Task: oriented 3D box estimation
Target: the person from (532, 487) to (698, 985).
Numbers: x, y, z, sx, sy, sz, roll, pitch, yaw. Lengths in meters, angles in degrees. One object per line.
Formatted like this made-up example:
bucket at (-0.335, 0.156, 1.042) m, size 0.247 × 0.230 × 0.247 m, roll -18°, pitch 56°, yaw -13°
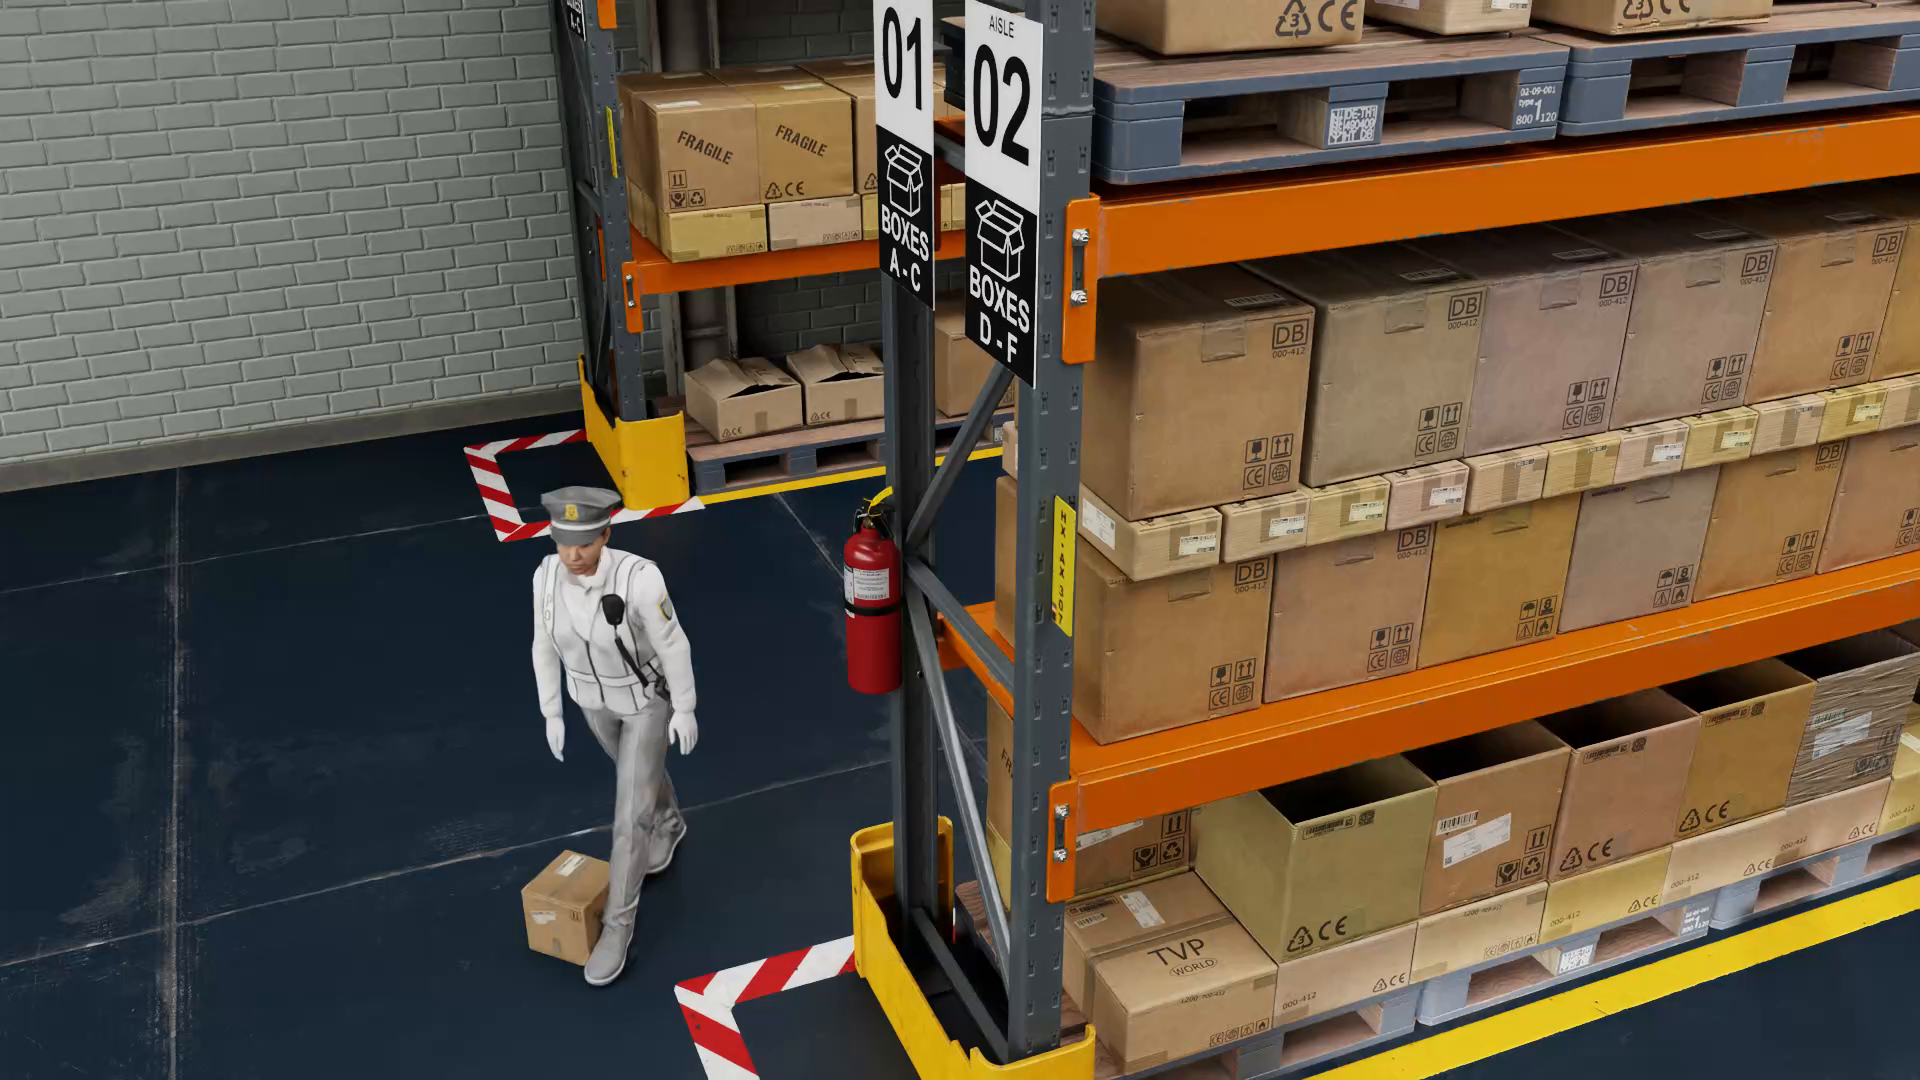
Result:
person at (-1.133, 0.549, 5.473) m, size 0.531 × 1.634 × 0.849 m, roll 8°, pitch 27°, yaw 16°
